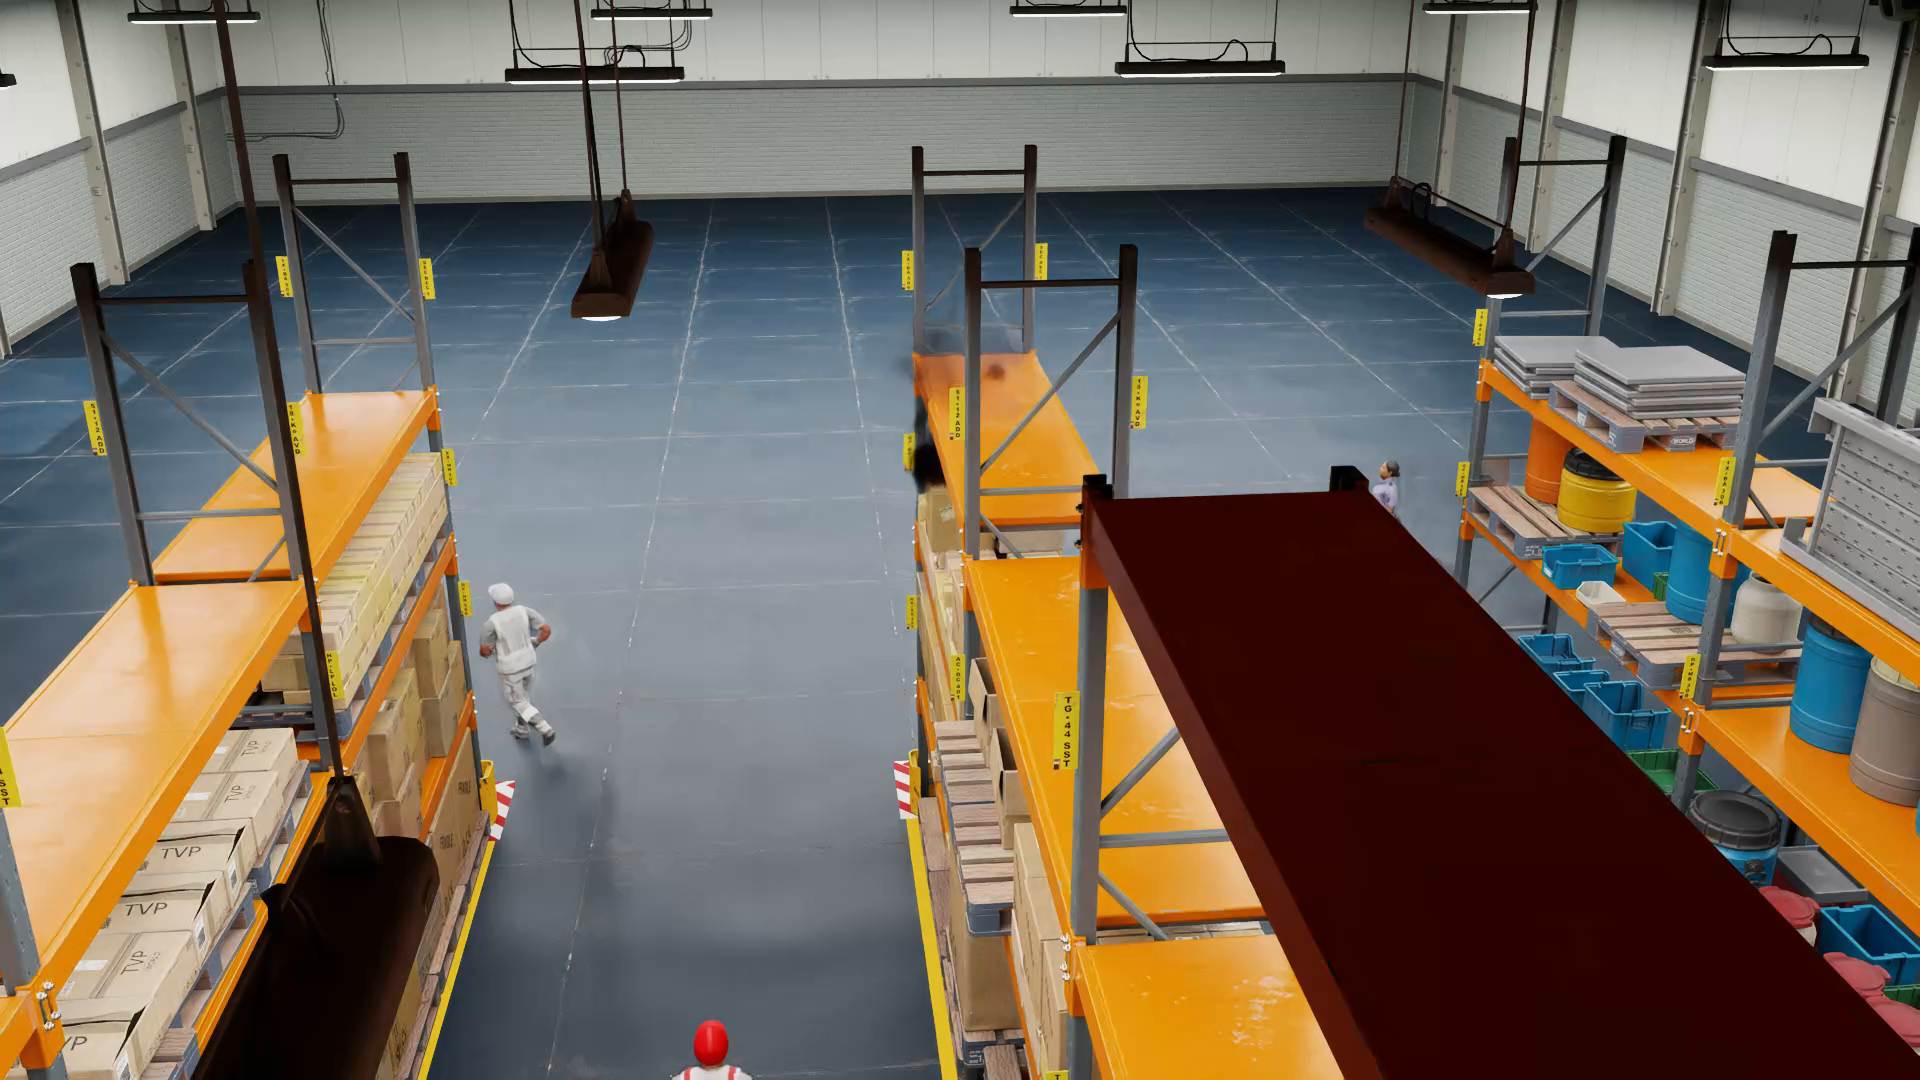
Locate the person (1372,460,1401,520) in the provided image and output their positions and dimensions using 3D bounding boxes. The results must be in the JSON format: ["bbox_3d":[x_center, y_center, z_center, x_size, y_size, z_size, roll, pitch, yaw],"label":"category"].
[{"bbox_3d":[5.084,-0.204,20.013,0.549,1.606,0.607,4,22,10],"label":"person"}]

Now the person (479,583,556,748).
[{"bbox_3d":[-4.304,1.254,16.129,0.696,1.781,0.903,-20,29,-40],"label":"person"}]

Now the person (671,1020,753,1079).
[{"bbox_3d":[-1.453,3.681,9.911,0.658,1.799,0.935,-4,22,-10],"label":"person"}]
